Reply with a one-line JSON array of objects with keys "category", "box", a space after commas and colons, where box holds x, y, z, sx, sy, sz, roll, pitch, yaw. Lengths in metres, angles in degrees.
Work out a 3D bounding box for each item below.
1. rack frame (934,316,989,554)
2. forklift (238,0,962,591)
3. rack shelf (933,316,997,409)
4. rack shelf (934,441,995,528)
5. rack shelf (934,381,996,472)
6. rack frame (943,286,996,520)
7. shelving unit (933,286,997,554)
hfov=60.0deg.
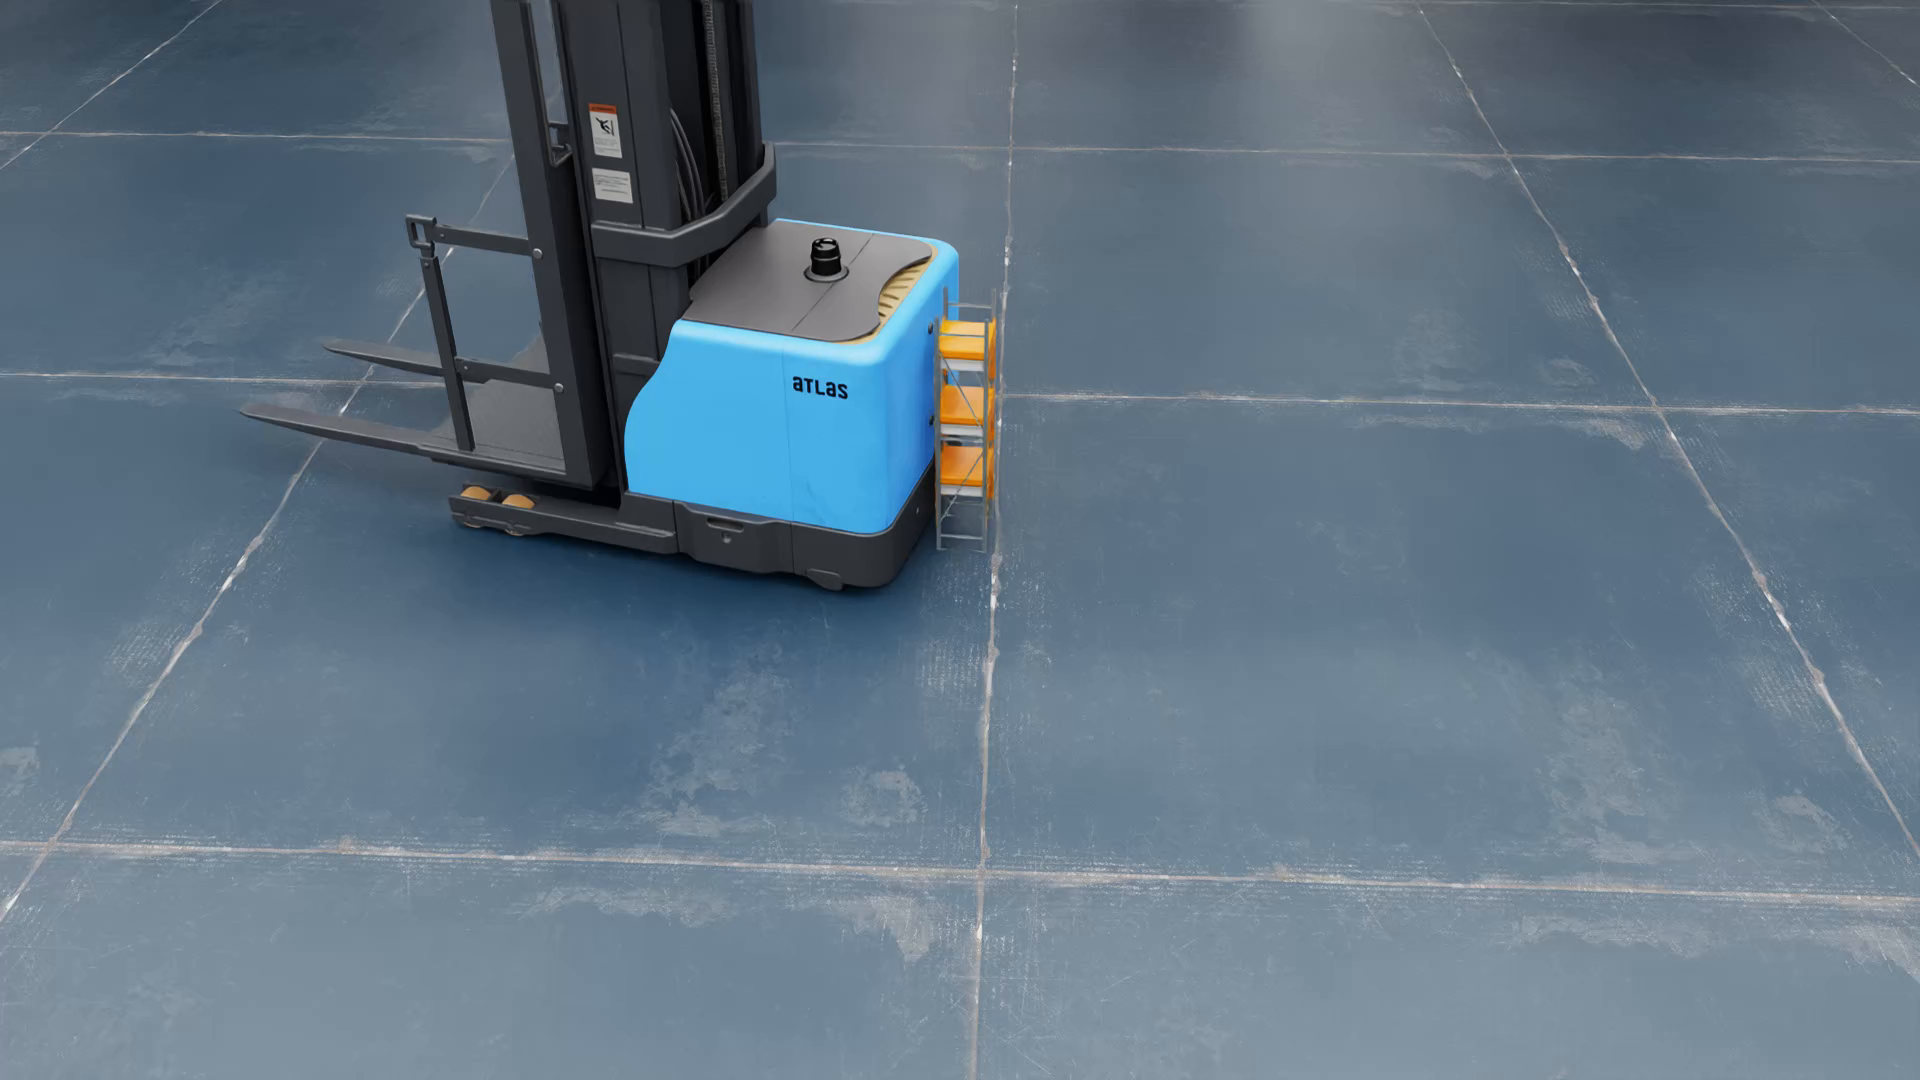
[{"category": "rack frame", "box": [0.006, -0.383, 6.382, 0.200, 1.050, 0.008, 4, 35, 6]}, {"category": "forklift", "box": [-1.566, -1.493, 6.325, 3.031, 2.935, 1.130, 10, 36, 14]}, {"category": "rack shelf", "box": [0.021, -0.676, 6.324, 0.215, 0.259, 0.240, 4, 35, 6]}, {"category": "rack shelf", "box": [0.021, -0.217, 6.647, 0.215, 0.259, 0.240, 4, 35, 6]}, {"category": "rack shelf", "box": [0.021, -0.444, 6.487, 0.215, 0.259, 0.240, 4, 35, 6]}, {"category": "rack frame", "box": [0.036, -0.522, 6.580, 0.200, 1.050, 0.008, 4, 35, 6]}, {"category": "shelving unit", "box": [0.021, -0.453, 6.481, 0.215, 1.050, 0.252, 4, 35, 6]}]
